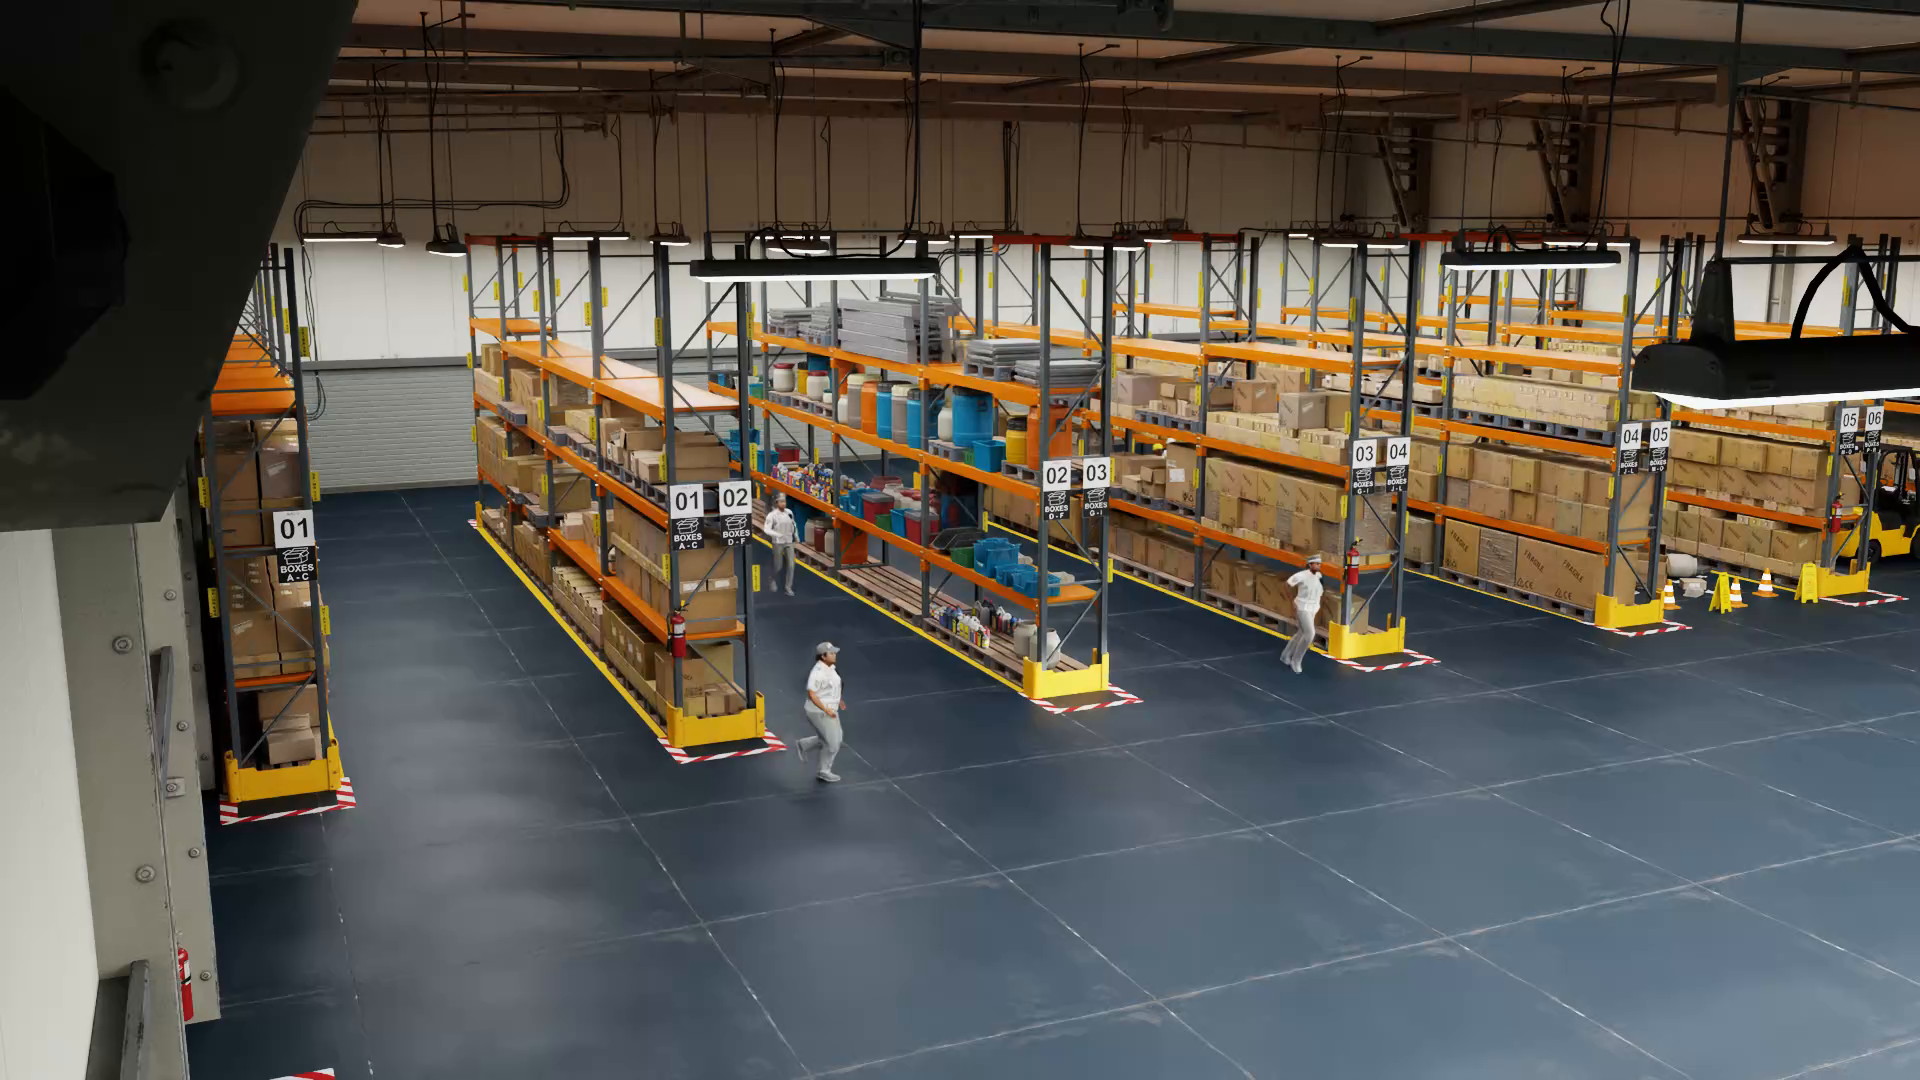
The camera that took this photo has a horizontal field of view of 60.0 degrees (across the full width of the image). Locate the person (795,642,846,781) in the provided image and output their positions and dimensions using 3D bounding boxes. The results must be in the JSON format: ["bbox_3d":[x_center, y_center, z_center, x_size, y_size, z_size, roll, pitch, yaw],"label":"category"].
[{"bbox_3d":[-1.619,1.942,18.943,0.568,1.619,0.591,2,11,11],"label":"person"}]

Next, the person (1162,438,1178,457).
[{"bbox_3d":[4.532,-1.305,35.162,0.662,1.748,0.659,-5,12,-23],"label":"person"}]

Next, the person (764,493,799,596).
[{"bbox_3d":[-2.901,0.058,26.990,0.566,1.673,0.721,-6,13,-29],"label":"person"}]

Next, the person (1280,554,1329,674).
[{"bbox_3d":[4.901,1.021,23.581,0.625,1.692,0.697,-8,14,-37],"label":"person"}]

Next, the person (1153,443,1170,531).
[{"bbox_3d":[4.035,-1.078,34.070,0.677,1.830,0.791,-5,12,-22],"label":"person"}]
